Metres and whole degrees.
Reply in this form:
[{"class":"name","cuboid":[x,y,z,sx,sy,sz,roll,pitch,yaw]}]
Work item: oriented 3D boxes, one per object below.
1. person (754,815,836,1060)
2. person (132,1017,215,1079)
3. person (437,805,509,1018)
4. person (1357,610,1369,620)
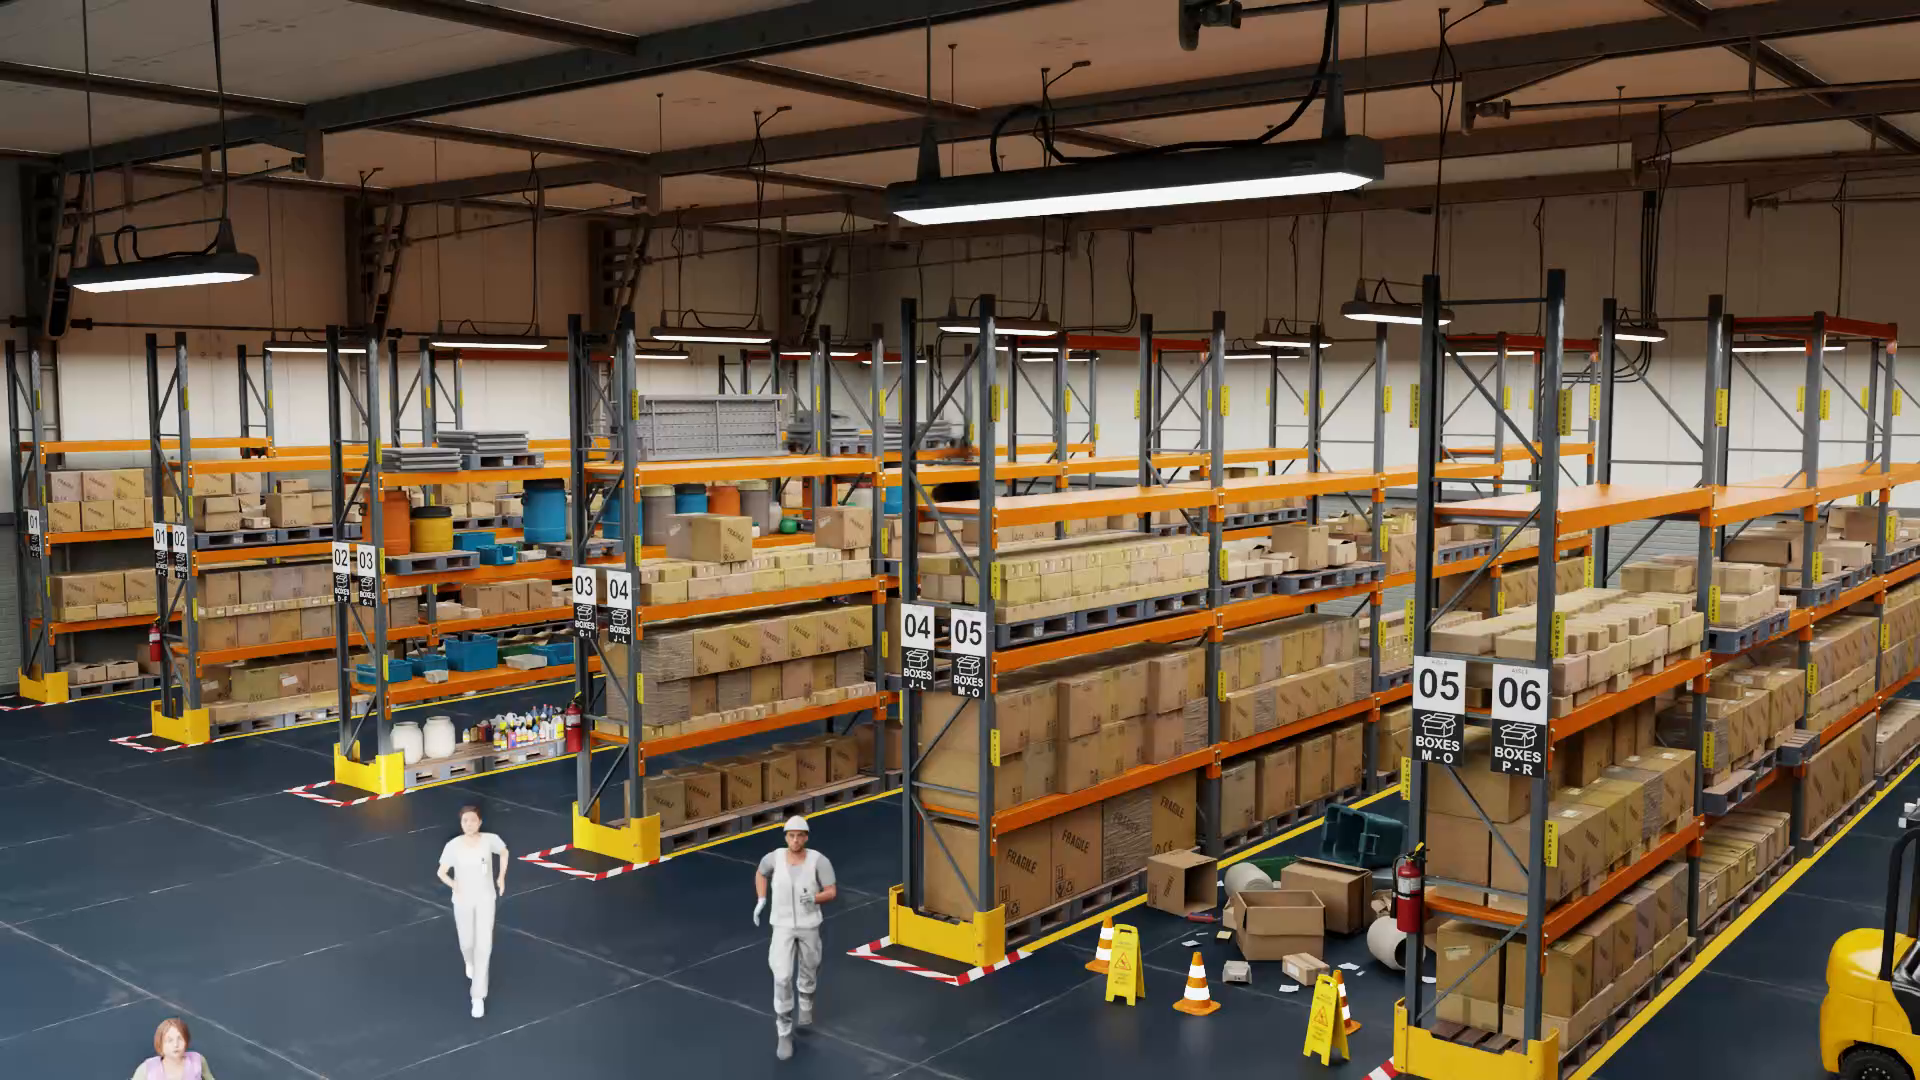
[{"class":"person","cuboid":[-1.303,3.087,13.143,0.651,1.847,0.799,-1,5,-6]},{"class":"person","cuboid":[-4.562,3.529,9.629,0.534,1.585,0.647,-3,6,-27]},{"class":"person","cuboid":[-4.112,3.069,14.075,0.581,1.673,0.963,-1,5,-14]},{"class":"person","cuboid":[6.254,1.963,25.930,0.691,1.747,0.645,5,7,42]}]
